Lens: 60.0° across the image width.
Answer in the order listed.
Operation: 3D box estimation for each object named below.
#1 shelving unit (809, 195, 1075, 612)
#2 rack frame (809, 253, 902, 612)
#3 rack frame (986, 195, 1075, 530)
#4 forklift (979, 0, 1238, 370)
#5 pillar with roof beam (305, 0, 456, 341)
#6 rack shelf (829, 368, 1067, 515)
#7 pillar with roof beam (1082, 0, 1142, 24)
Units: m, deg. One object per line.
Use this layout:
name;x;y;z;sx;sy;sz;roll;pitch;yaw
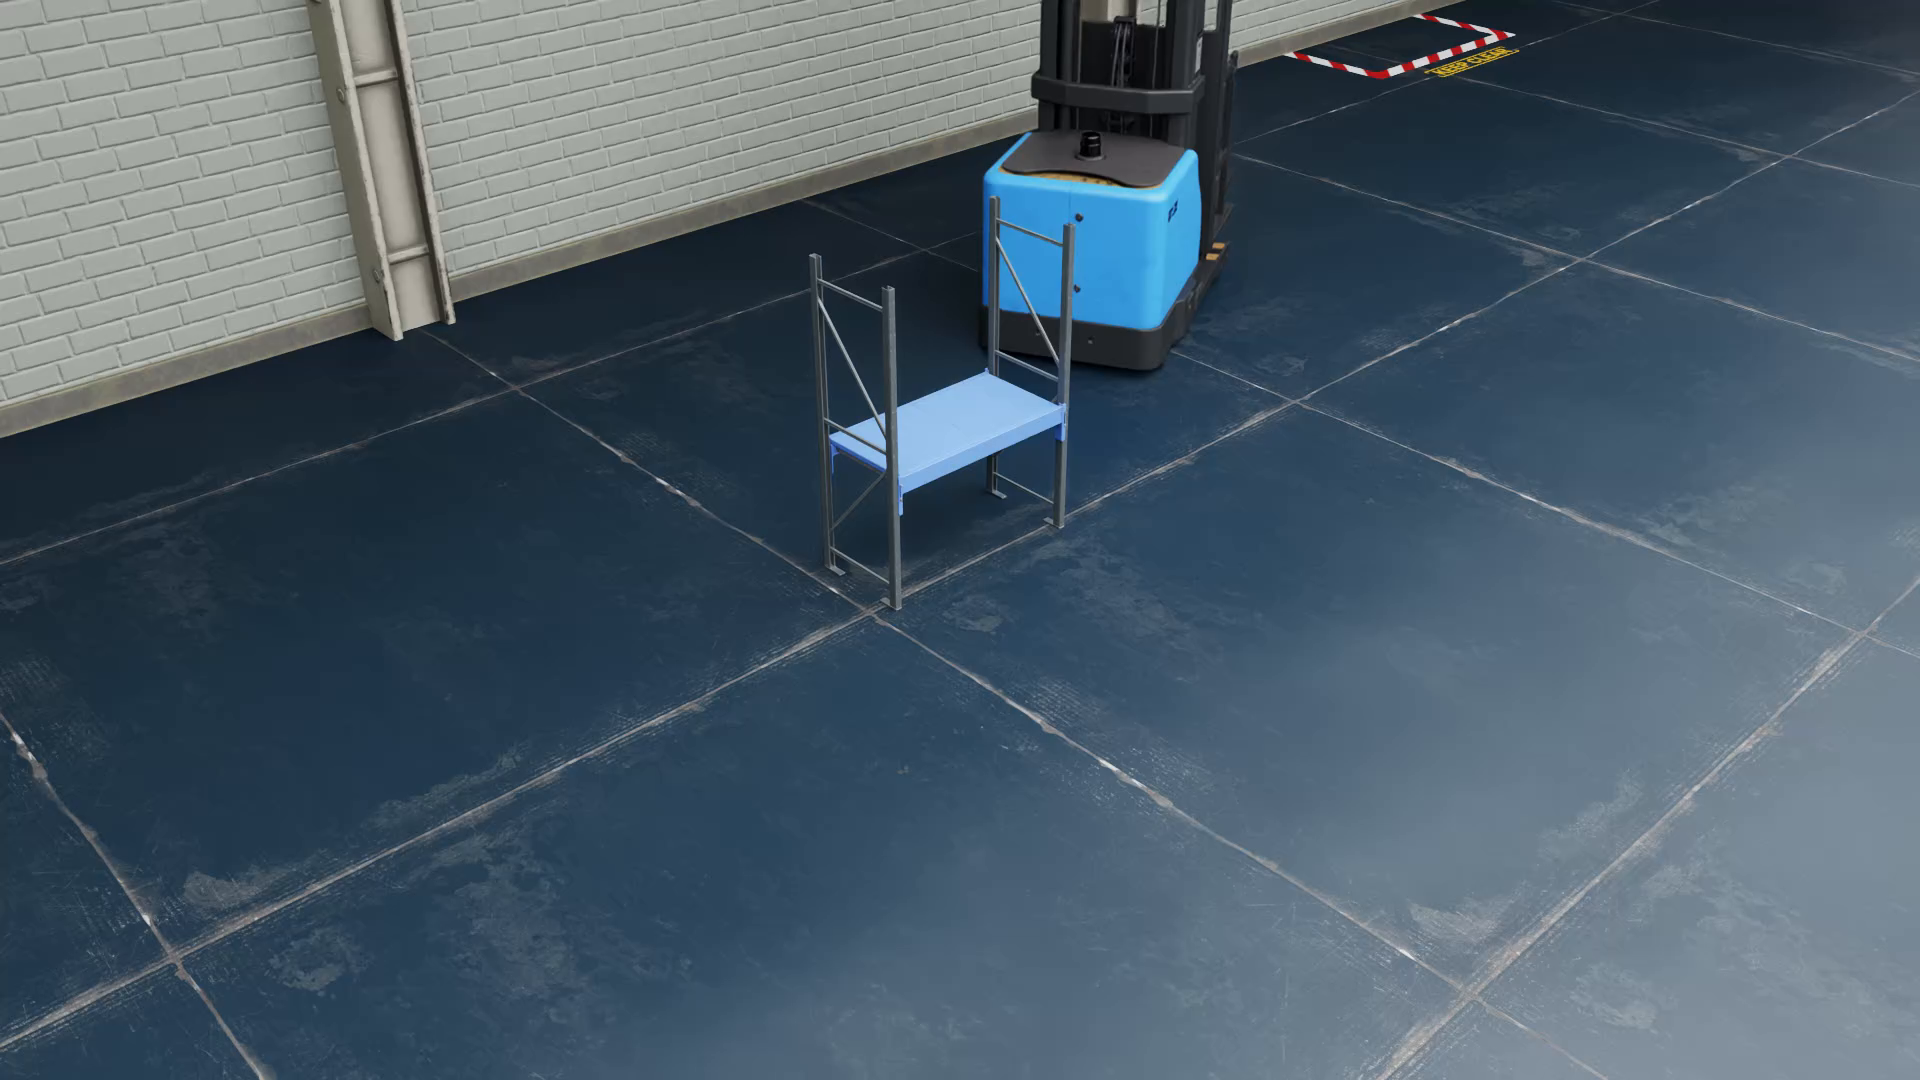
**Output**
shelving unit;-0.063;-0.610;7.309;1.048;1.500;0.538;-26;40;-35
rack frame;-0.435;-0.429;7.014;0.032;1.500;0.500;-26;40;-35
rack frame;0.310;-0.790;7.604;0.032;1.500;0.500;-26;40;-35
forklift;1.076;-2.940;9.749;1.130;2.935;3.031;10;33;16
pillar with roof beam;-0.308;-3.474;4.806;0.400;9.000;9.100;-26;40;-35
rack shelf;-0.063;-0.456;7.403;1.000;0.185;0.538;-26;40;-35
pillar with roof beam;4.092;-5.602;8.286;0.400;9.000;9.100;-26;40;-35
